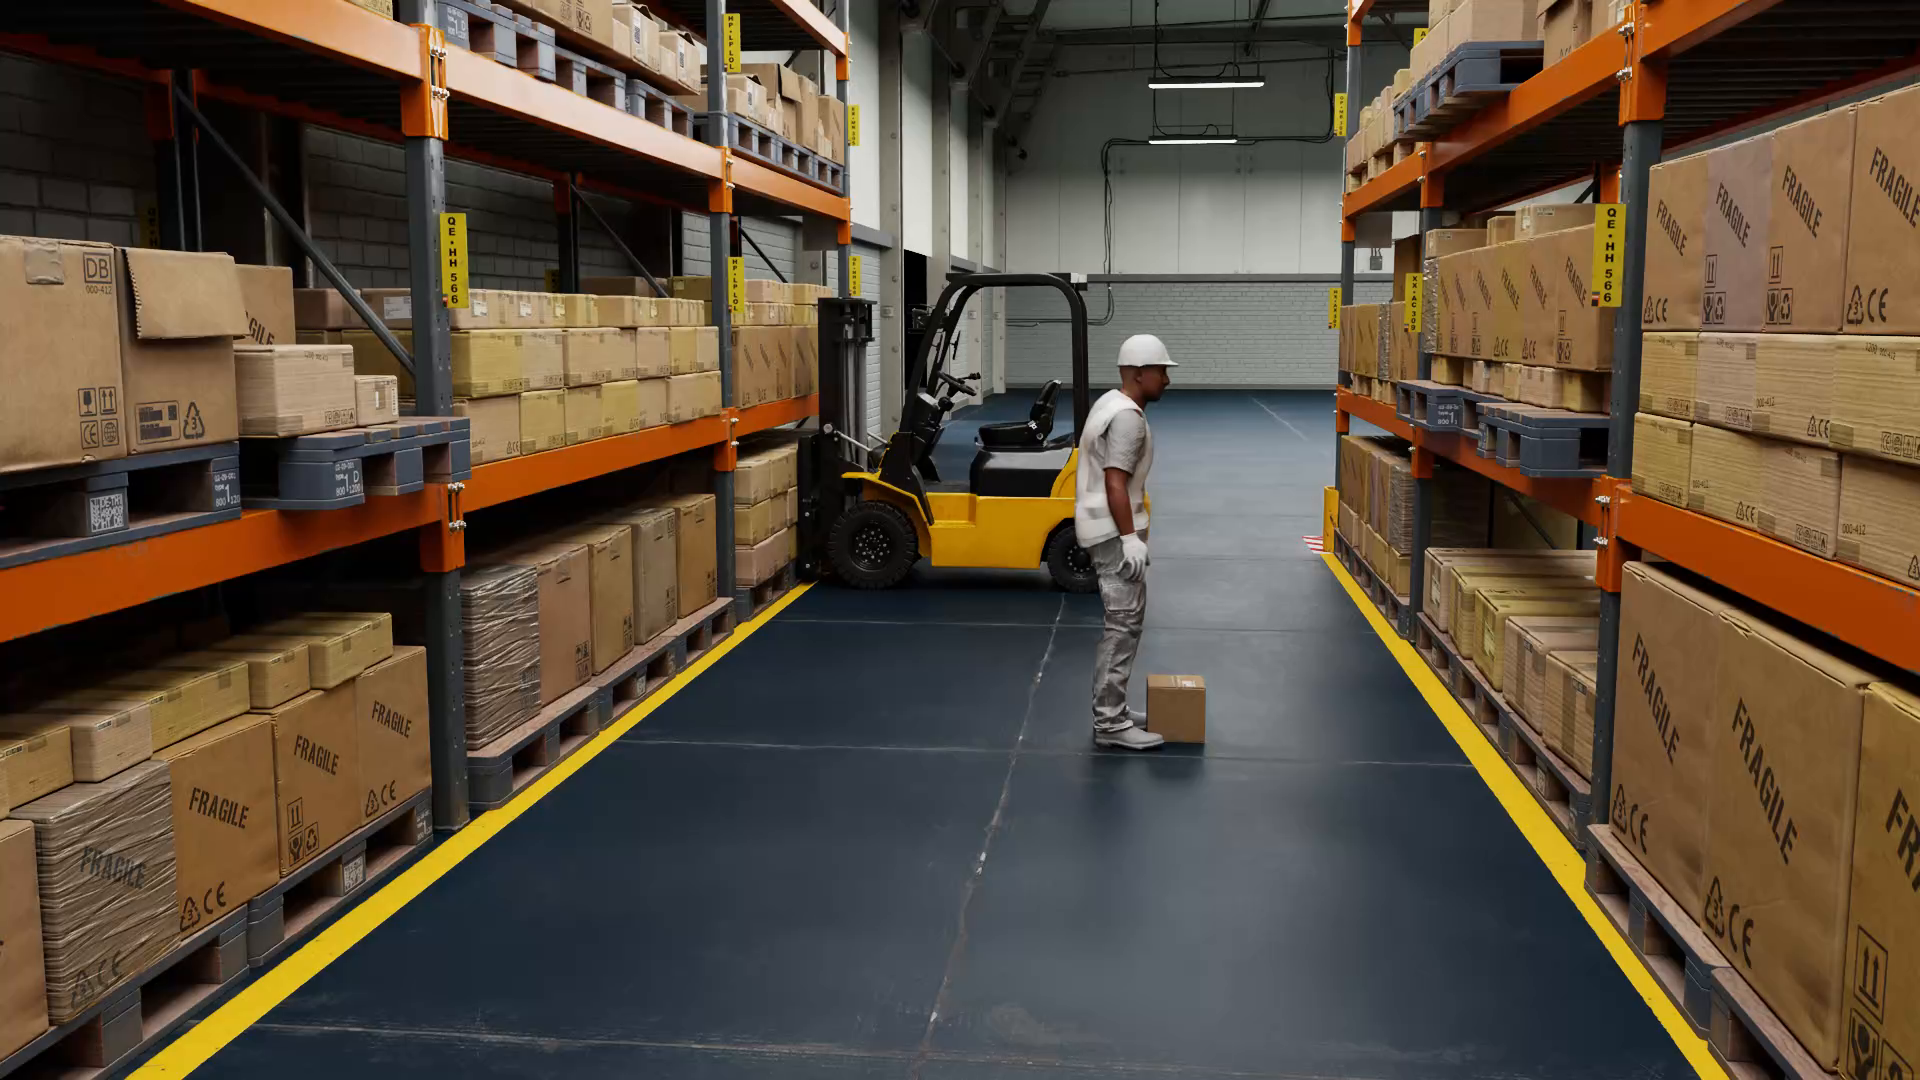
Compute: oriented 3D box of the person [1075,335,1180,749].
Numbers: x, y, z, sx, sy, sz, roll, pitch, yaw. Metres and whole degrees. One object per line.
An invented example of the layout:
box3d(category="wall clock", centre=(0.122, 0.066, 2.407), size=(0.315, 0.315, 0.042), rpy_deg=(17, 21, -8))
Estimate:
box3d(category="person", centre=(0.729, -0.008, 7.306), size=(0.452, 1.774, 0.629), rpy_deg=(1, 8, 5))
